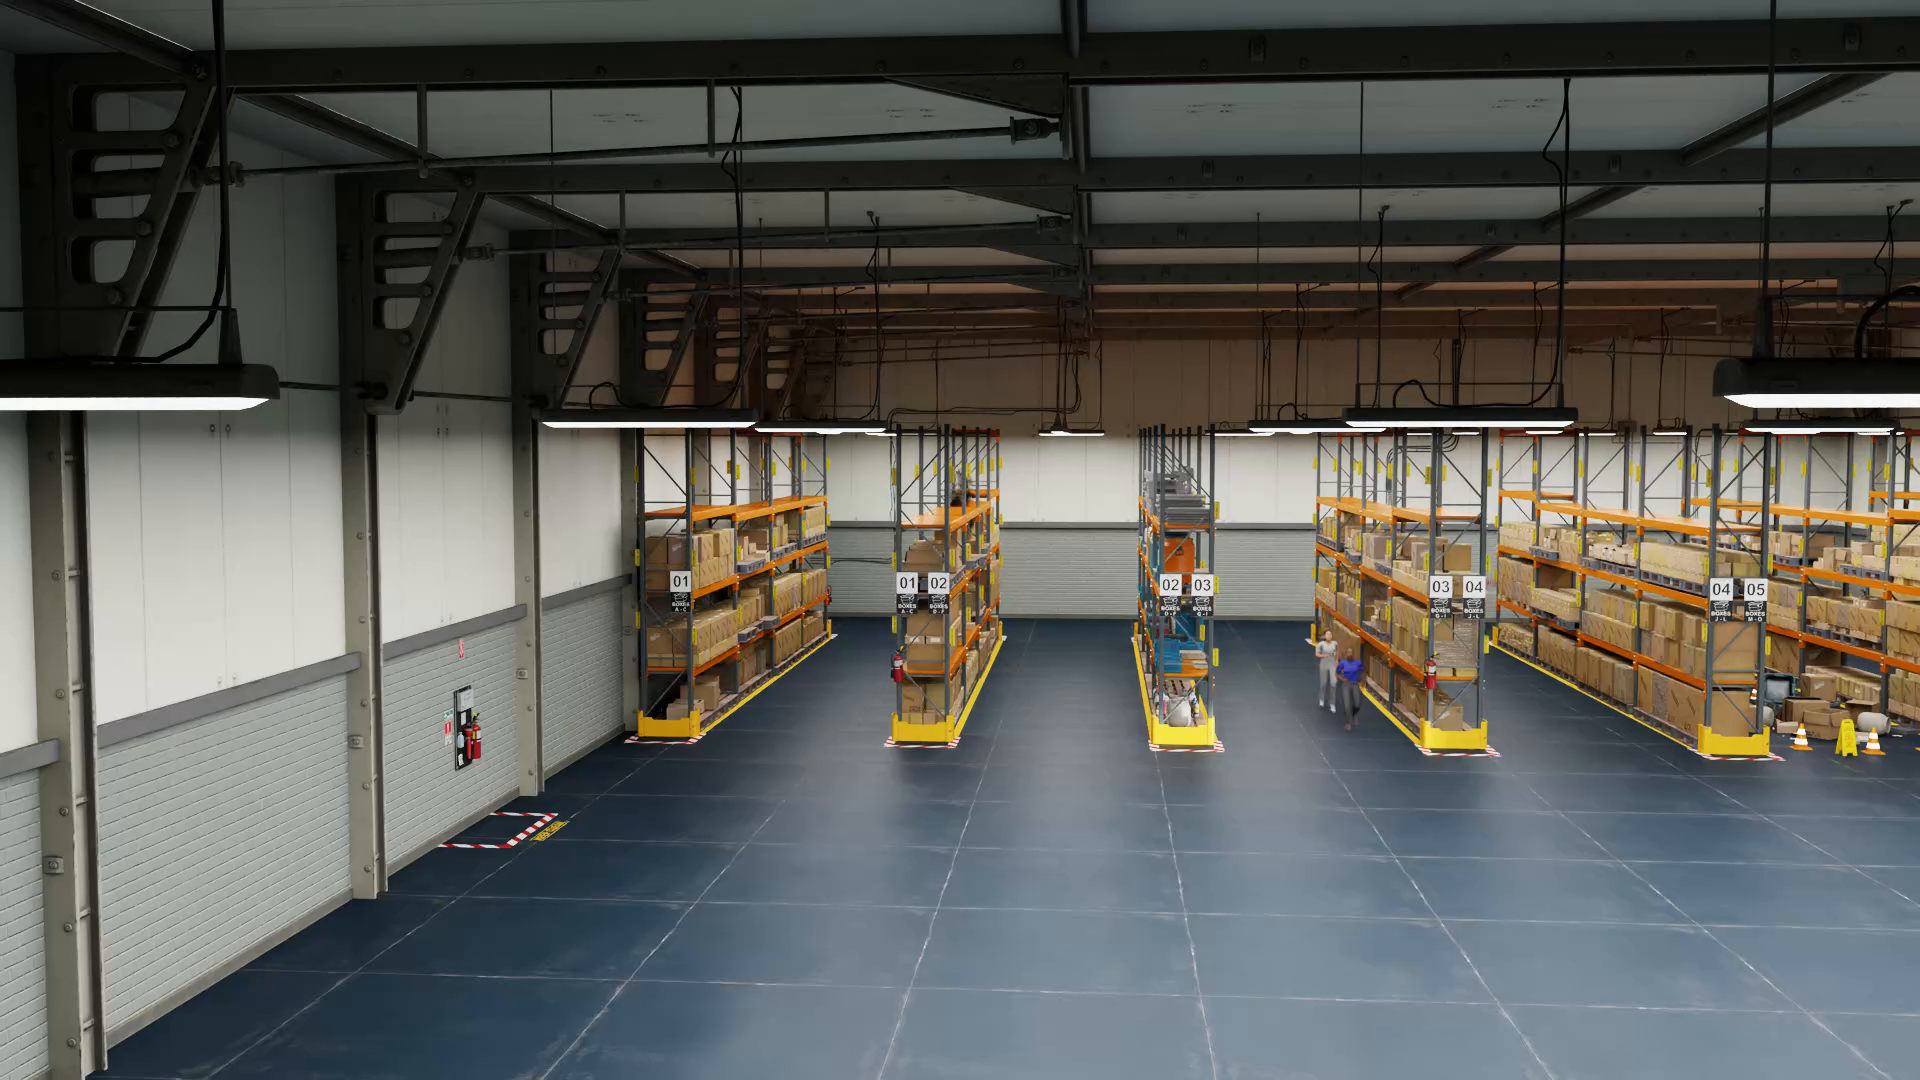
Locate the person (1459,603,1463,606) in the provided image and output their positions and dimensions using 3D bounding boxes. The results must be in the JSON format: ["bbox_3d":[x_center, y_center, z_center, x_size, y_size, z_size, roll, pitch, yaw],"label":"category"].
[{"bbox_3d":[14.386,2.006,47.409,0.534,1.686,0.740,0,3,-4],"label":"person"}]

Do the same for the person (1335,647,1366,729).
[{"bbox_3d":[7.680,2.923,32.666,0.624,1.624,0.528,0,3,6],"label":"person"}]

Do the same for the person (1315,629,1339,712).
[{"bbox_3d":[7.769,2.742,35.187,0.554,1.737,0.797,0,3,1],"label":"person"}]
